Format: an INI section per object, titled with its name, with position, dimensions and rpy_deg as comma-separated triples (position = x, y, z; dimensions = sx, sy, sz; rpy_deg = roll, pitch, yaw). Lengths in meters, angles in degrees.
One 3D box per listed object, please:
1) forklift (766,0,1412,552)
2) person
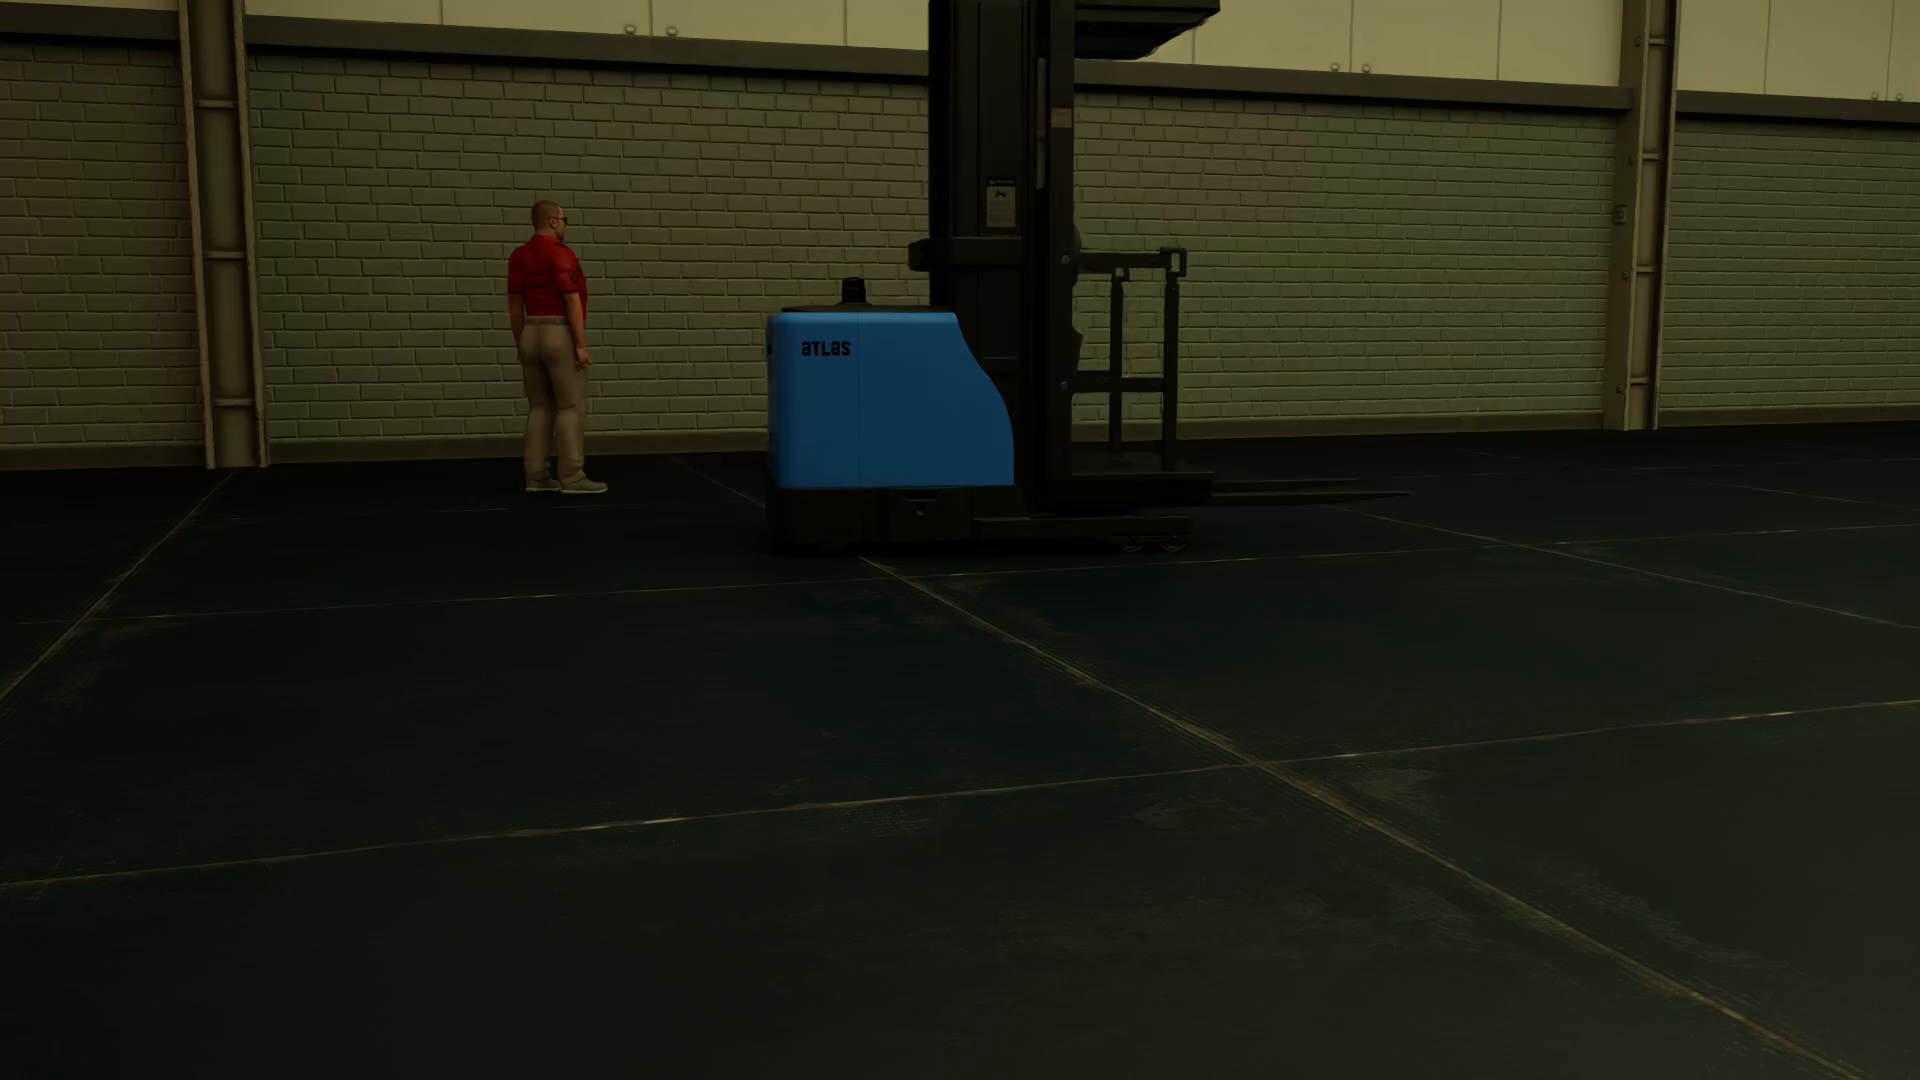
[forklift]
position = 0.608, -1.467, 7.838
dimensions = 3.031, 2.935, 1.130
rpy_deg = -1, 8, -9
[person]
position = -2.398, -1.138, 9.886
dimensions = 0.554, 1.731, 0.376
rpy_deg = 5, 9, 31
